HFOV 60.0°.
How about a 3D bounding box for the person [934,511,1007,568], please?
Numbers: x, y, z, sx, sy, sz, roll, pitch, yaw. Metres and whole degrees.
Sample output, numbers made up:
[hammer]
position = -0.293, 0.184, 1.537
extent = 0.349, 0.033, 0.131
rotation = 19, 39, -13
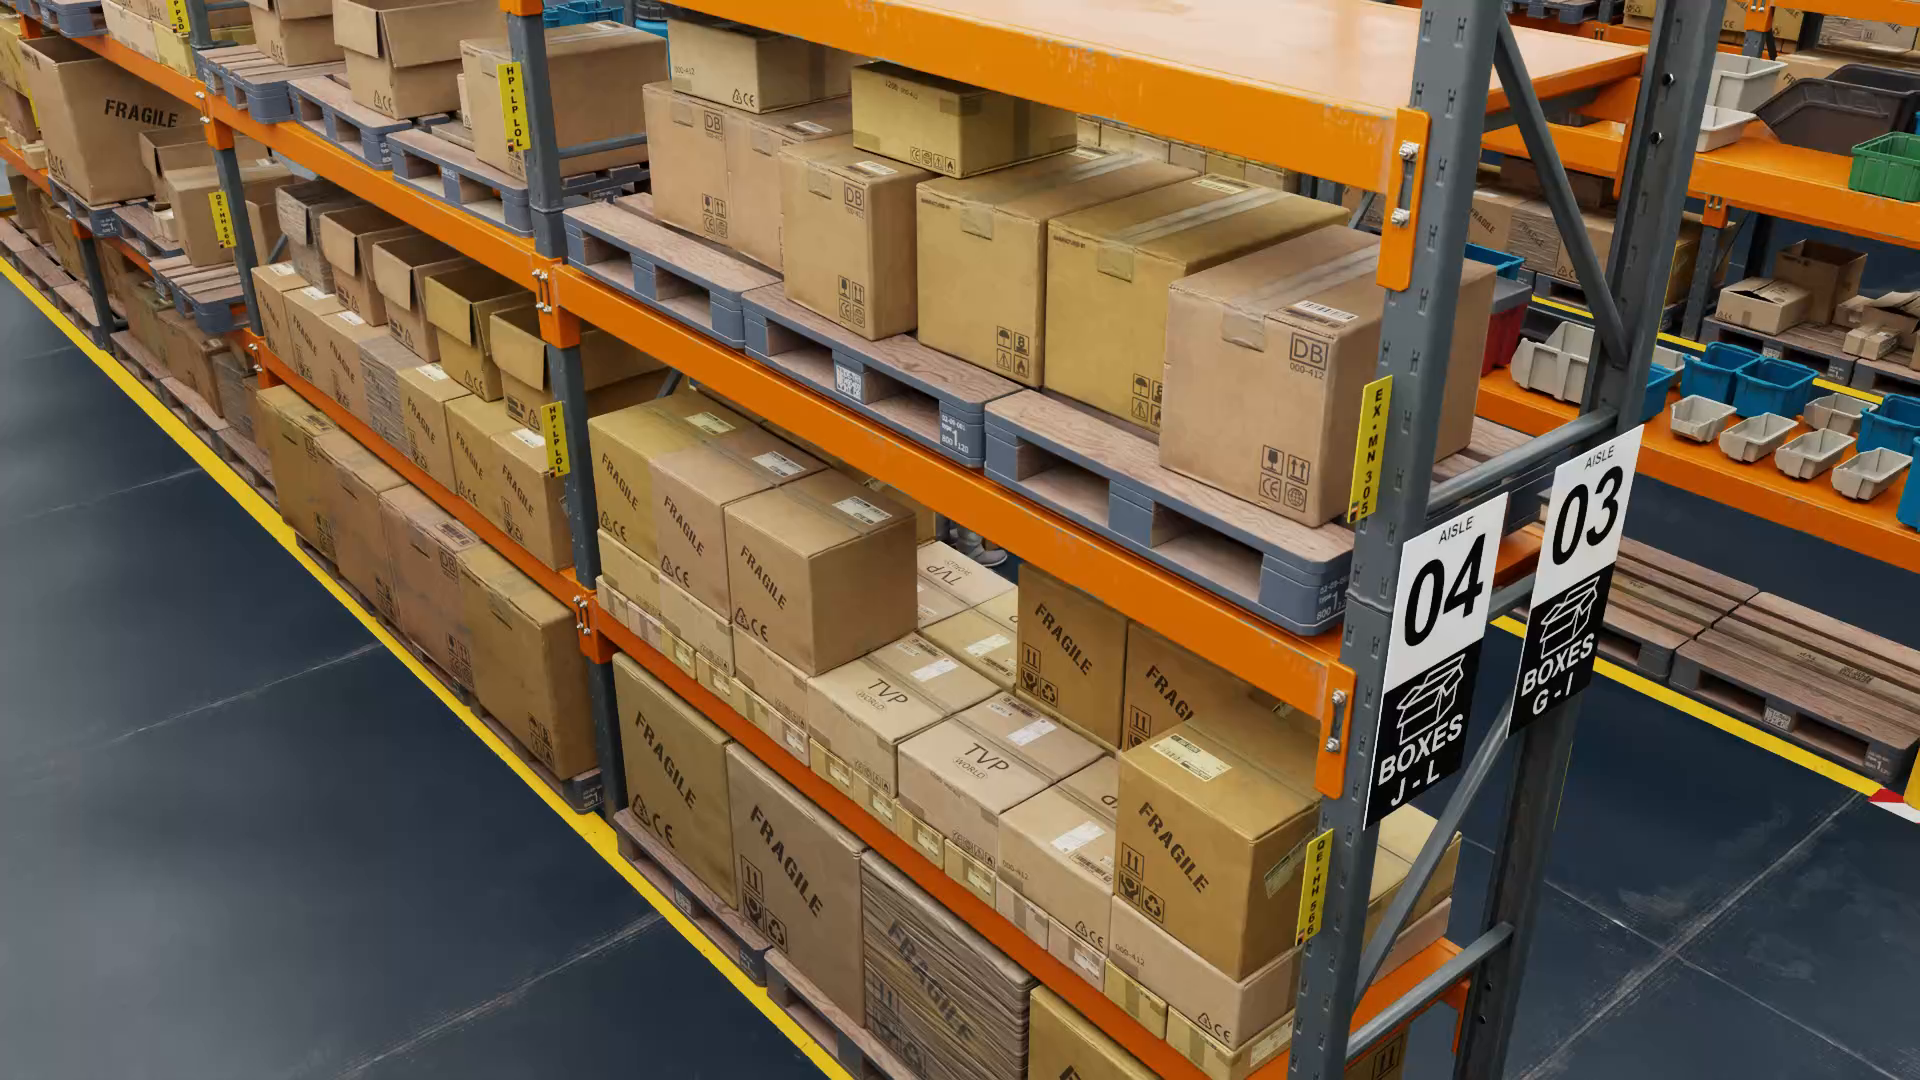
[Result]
[person]
position = -0.041, -0.682, 9.893
extent = 0.429, 1.751, 0.606
rotation = -24, 36, -37
